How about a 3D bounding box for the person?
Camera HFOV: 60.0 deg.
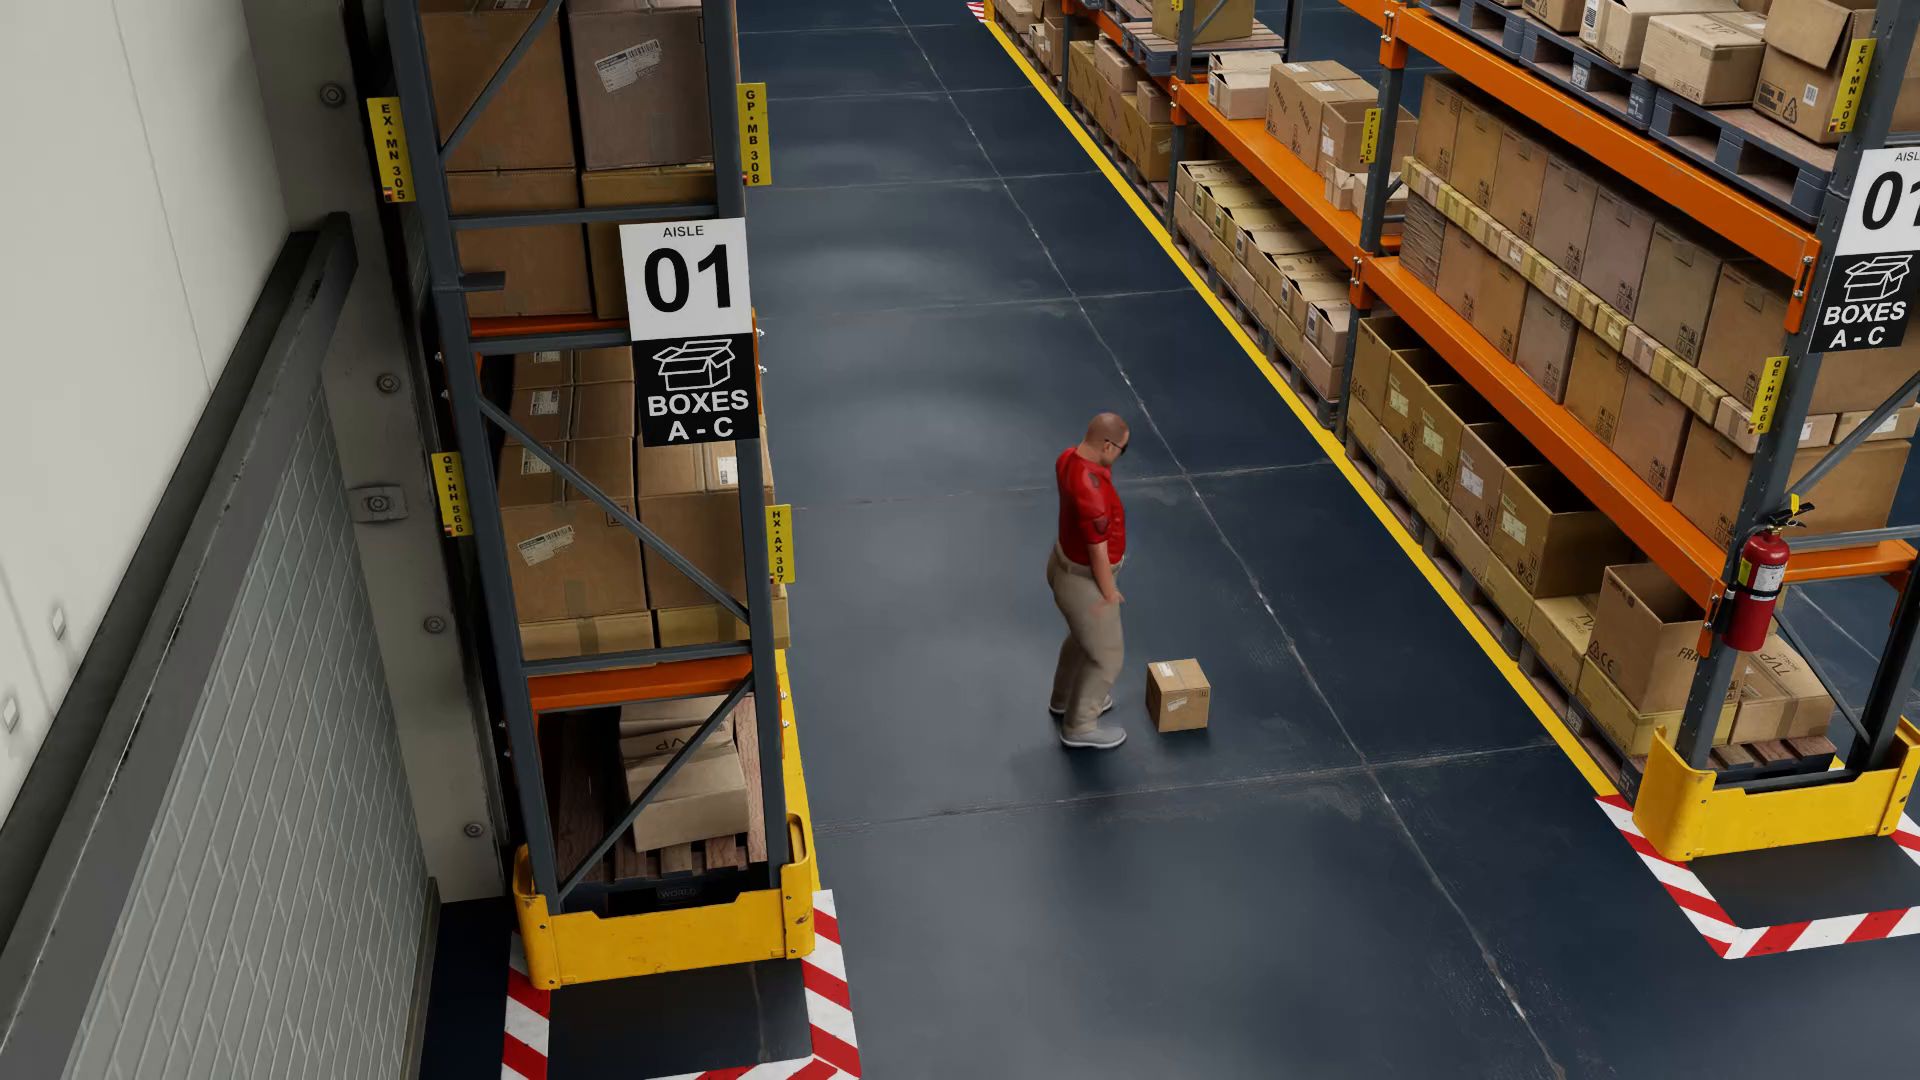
[{"bbox_3d":[0.620,0.176,7.892,0.347,1.705,0.544,-5,31,-8],"label":"person"}]
